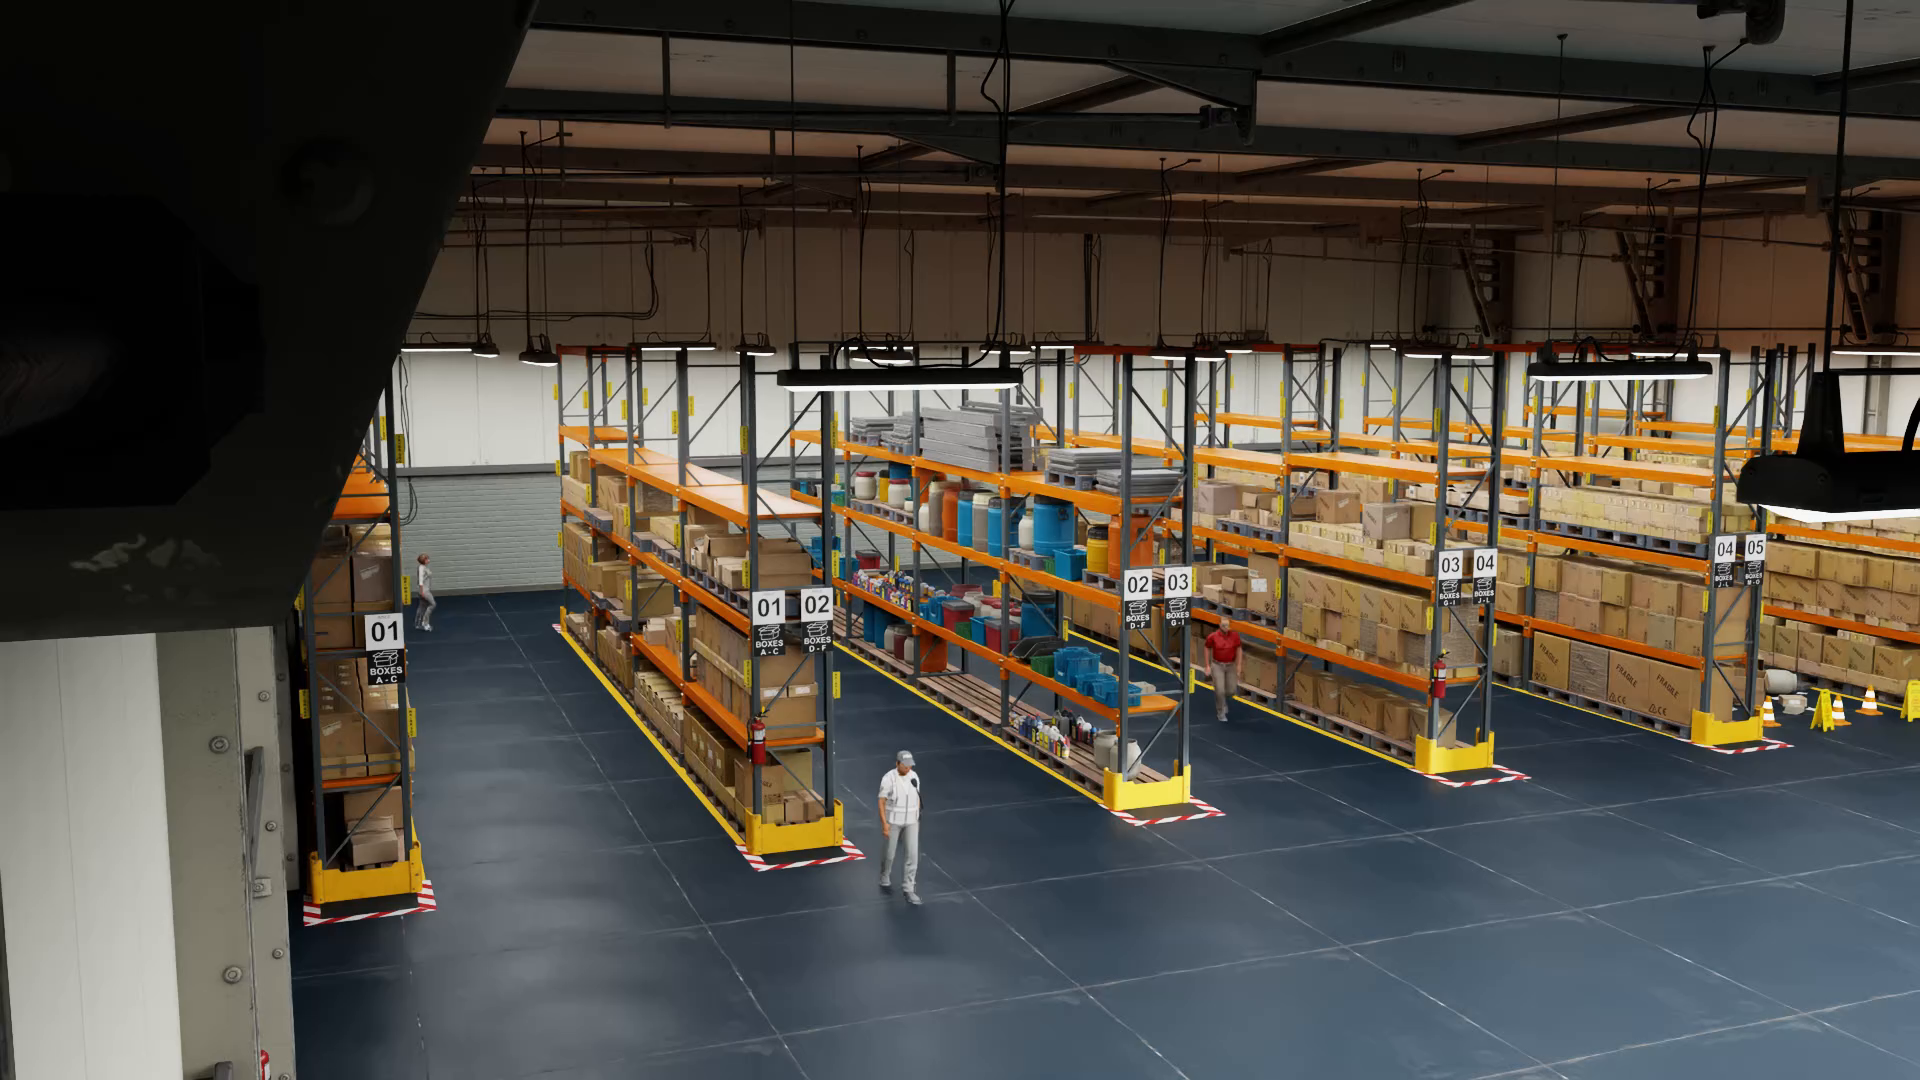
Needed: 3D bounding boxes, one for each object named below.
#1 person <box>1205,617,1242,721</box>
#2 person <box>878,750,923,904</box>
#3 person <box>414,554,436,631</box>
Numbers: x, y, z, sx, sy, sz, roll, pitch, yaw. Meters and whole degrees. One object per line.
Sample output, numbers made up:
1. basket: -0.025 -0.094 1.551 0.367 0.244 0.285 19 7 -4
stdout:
1. person: 4.262 2.060 27.082 0.598 1.707 0.632 -1 7 -9
2. person: -0.646 3.171 18.632 0.557 1.638 0.822 -4 8 -26
3. person: -11.285 1.098 35.020 0.445 1.623 0.438 -3 8 -23
